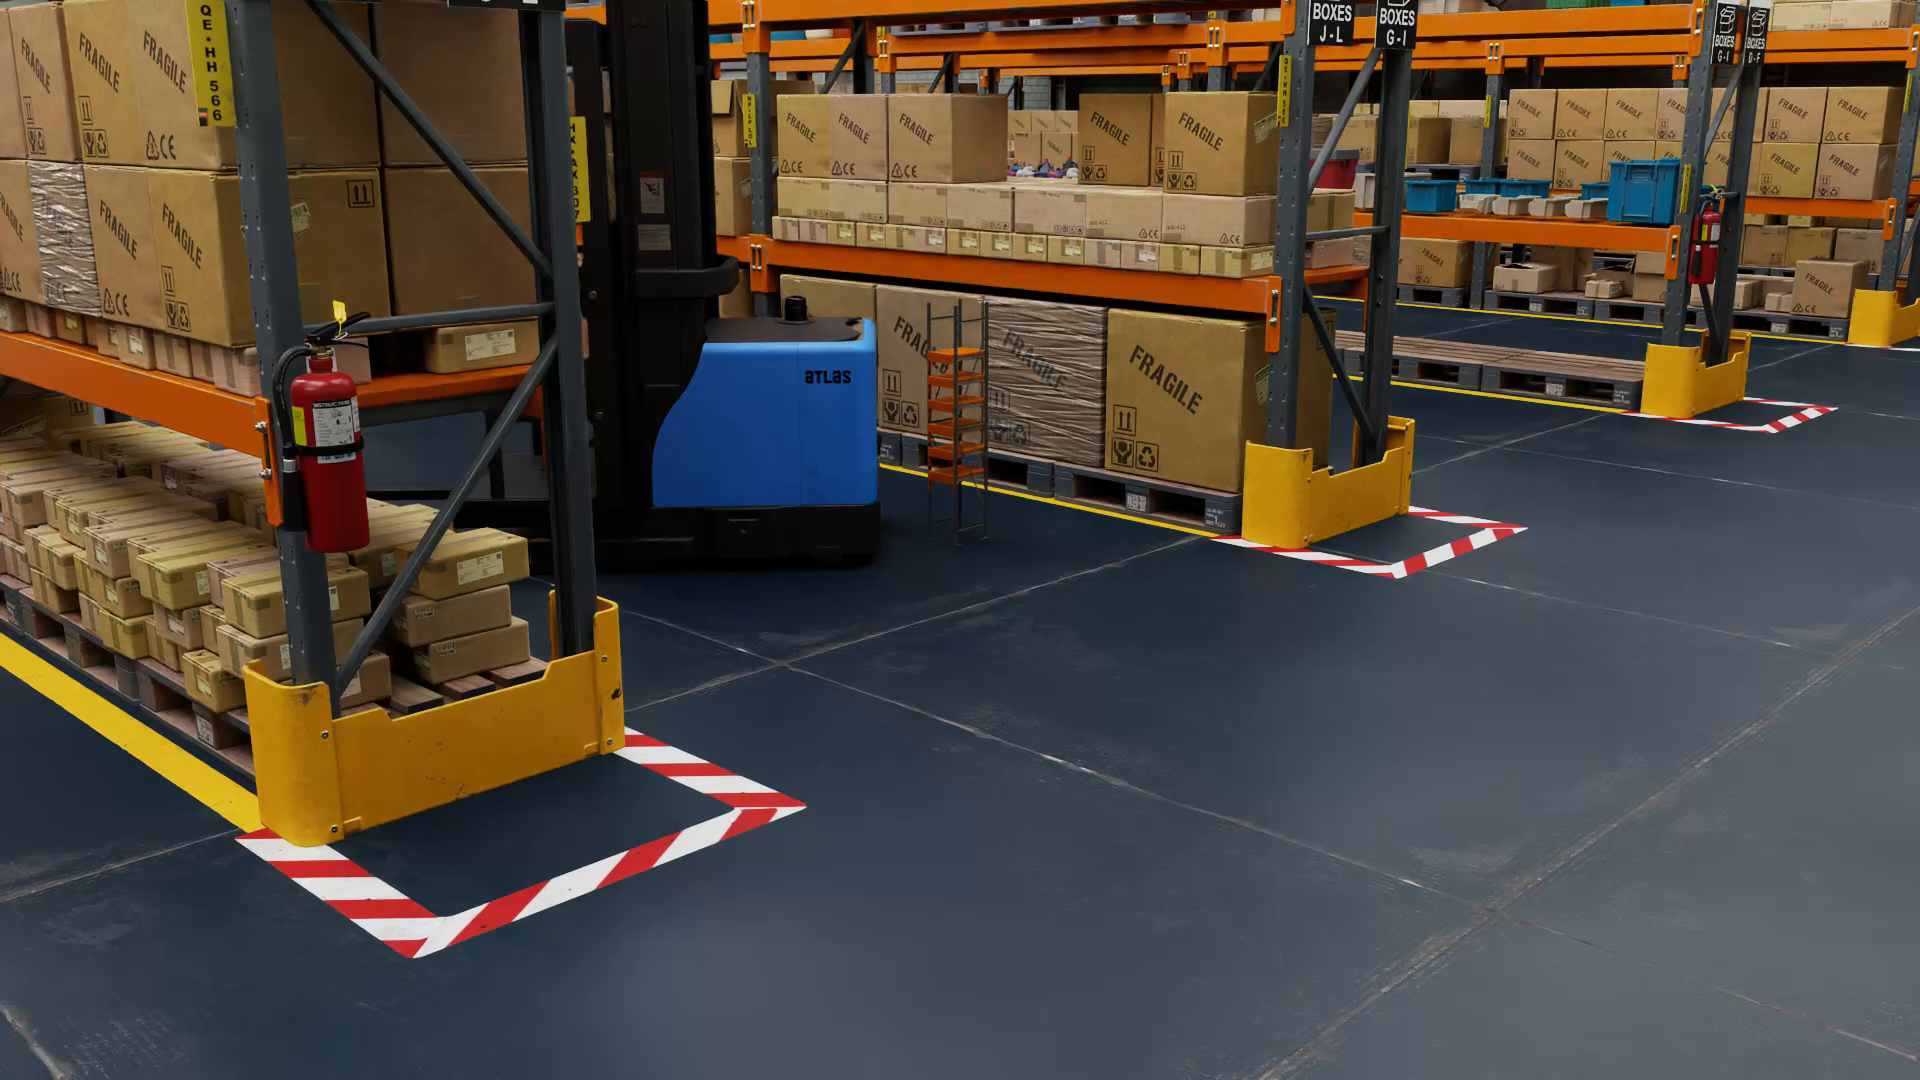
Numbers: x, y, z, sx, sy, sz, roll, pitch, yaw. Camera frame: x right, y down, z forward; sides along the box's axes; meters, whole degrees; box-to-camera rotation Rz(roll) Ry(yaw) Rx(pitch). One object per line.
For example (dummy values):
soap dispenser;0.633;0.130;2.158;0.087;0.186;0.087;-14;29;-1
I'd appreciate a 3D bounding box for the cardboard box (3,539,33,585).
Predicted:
cardboard box;-3.815;0.059;7.077;0.250;0.149;0.380;13;20;41

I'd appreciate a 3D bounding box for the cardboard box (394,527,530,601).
cardboard box;-1.740;0.080;5.818;0.250;0.149;0.380;13;19;40

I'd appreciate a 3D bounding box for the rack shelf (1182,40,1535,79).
rack shelf;4.476;-5.489;19.026;4.000;0.370;1.077;14;20;42

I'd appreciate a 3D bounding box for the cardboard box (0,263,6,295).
cardboard box;-3.598;-1.235;6.435;0.500;0.500;0.500;13;20;41

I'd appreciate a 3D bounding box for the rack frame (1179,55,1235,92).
rack frame;3.036;-4.735;20.657;0.127;3.000;1.000;14;20;42

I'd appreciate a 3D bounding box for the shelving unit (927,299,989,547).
shelving unit;-0.010;-0.583;8.291;0.189;1.200;0.258;14;20;42

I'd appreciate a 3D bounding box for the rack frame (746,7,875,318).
rack frame;-0.963;-2.238;11.072;0.127;3.000;1.000;14;20;42

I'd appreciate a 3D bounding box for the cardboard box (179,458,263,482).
cardboard box;-3.051;-0.237;7.033;0.250;0.149;0.380;13;19;40

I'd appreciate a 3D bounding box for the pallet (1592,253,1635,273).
pallet;8.744;-3.707;22.241;1.213;0.211;1.003;14;20;42

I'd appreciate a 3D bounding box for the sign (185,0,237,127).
sign;-1.998;-1.271;4.439;0.005;0.325;0.100;14;20;42

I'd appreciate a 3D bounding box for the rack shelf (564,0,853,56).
rack shelf;-2.402;-3.691;12.128;4.000;0.370;1.077;14;20;42

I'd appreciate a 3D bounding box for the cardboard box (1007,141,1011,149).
cardboard box;0.844;-6.829;28.951;0.500;0.250;0.500;13;19;41

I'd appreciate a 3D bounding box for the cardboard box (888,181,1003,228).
cardboard box;-0.075;-2.002;9.874;0.500;0.250;0.500;-14;20;-43

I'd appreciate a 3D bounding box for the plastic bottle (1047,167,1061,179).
plastic bottle;0.879;-3.339;15.530;0.133;0.283;0.061;14;20;42

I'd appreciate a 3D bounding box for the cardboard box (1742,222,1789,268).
cardboard box;10.178;-3.691;20.772;0.500;0.500;0.700;13;20;42

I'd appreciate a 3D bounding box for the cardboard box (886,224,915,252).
cardboard box;-0.227;-1.822;9.973;0.250;0.149;0.380;13;20;41

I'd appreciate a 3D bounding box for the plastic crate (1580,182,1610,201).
plastic crate;4.932;-2.603;12.686;0.300;0.233;0.416;14;20;42

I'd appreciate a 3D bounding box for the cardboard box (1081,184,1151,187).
cardboard box;1.021;-1.921;9.561;0.500;0.250;0.500;13;19;40

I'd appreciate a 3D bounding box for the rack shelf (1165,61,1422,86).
rack shelf;5.032;-7.089;25.166;4.000;0.370;1.077;14;20;42

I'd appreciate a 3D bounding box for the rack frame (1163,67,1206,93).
rack frame;3.593;-6.335;26.797;0.127;3.000;1.000;14;20;42

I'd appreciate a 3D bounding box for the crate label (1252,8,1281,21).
crate label;2.627;-4.323;13.647;0.466;0.136;0.293;14;20;42

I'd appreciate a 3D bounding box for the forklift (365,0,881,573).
forklift;-1.915;-1.395;7.975;3.031;2.935;1.130;-1;15;-3

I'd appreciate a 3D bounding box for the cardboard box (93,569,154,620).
cardboard box;-2.934;0.158;6.109;0.250;0.149;0.380;14;20;43

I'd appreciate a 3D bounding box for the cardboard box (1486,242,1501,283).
cardboard box;5.737;-3.167;18.725;0.500;0.500;0.500;13;19;40

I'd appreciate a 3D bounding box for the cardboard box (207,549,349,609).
cardboard box;-2.297;0.132;5.617;0.380;0.149;0.250;-14;20;-43

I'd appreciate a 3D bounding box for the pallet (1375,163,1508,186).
pallet;5.416;-4.102;18.607;1.213;0.211;1.003;14;20;42

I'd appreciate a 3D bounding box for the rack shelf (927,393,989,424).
rack shelf;-0.010;-0.656;8.271;0.180;0.103;0.258;14;20;42

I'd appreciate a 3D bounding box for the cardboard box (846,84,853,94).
cardboard box;-1.251;-6.452;24.472;0.500;0.500;0.700;14;20;42

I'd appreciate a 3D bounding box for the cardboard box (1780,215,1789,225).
cardboard box;10.423;-4.017;20.737;0.250;0.149;0.380;13;19;40

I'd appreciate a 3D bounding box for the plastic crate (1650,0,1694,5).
plastic crate;5.271;-3.943;11.926;0.590;0.269;0.497;14;20;42

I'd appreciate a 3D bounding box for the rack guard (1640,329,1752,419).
rack guard;5.381;-1.225;12.143;0.348;0.500;1.175;14;20;42

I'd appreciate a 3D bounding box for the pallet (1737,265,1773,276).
pallet;9.845;-3.438;21.210;1.213;0.211;1.003;14;20;42

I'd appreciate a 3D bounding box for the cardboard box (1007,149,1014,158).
cardboard box;0.542;-5.285;23.062;0.500;0.250;0.500;-13;19;-41

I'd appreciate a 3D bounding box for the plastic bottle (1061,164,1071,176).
plastic bottle;1.039;-3.529;16.257;0.133;0.283;0.061;14;20;42

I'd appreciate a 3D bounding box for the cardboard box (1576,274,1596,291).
cardboard box;6.835;-2.766;17.879;0.250;0.149;0.380;14;20;42

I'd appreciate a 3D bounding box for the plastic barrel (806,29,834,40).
plastic barrel;-1.482;-5.402;17.540;0.301;0.262;0.301;0;15;0

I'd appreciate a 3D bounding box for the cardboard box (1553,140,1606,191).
cardboard box;6.465;-3.856;17.084;0.500;0.500;0.500;14;20;43

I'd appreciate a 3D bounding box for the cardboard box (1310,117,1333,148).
cardboard box;4.094;-4.702;19.499;0.700;0.500;0.500;-10;18;-34

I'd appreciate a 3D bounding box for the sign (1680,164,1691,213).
sign;4.984;-2.413;11.421;0.005;0.325;0.100;14;20;42

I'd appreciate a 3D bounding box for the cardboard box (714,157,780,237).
cardboard box;-1.489;-2.319;11.183;0.500;0.500;0.500;14;20;42

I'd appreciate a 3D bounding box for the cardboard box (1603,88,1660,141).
cardboard box;6.801;-4.254;16.627;0.500;0.500;0.500;13;19;41

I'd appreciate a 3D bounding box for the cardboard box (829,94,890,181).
cardboard box;-0.446;-2.454;10.123;0.500;0.500;0.500;14;20;42

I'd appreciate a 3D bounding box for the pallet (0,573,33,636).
pallet;-3.970;0.105;7.610;1.213;0.211;1.003;14;20;42

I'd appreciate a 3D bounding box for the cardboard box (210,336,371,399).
cardboard box;-2.030;-0.539;5.051;0.250;0.149;0.380;14;20;42

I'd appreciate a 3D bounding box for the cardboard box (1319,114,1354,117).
cardboard box;5.706;-6.070;24.707;0.500;0.500;0.700;11;18;37

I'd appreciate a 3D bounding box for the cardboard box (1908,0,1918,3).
cardboard box;8.606;-5.093;15.387;0.500;0.250;0.500;14;20;42

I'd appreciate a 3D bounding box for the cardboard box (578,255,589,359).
cardboard box;-2.081;-1.678;12.302;0.875;0.875;1.225;13;19;40

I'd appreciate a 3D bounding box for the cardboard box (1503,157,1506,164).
cardboard box;7.494;-5.203;22.912;0.250;0.149;0.380;14;20;43

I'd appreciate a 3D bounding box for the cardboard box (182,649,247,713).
cardboard box;-2.378;0.440;5.615;0.380;0.149;0.250;-14;20;-42

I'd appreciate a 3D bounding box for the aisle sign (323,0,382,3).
aisle sign;-1.754;-1.846;4.412;0.004;0.787;0.394;14;20;42

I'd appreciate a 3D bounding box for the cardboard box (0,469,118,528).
cardboard box;-3.670;-0.174;6.791;0.380;0.149;0.250;-14;20;-43

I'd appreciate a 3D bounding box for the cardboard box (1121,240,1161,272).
cardboard box;1.063;-1.508;8.770;0.250;0.149;0.380;14;20;42

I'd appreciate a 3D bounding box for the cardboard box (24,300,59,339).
cardboard box;-3.294;-0.865;6.299;0.380;0.149;0.250;-14;20;-42

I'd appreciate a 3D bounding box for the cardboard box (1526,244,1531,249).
cardboard box;8.152;-4.343;22.583;0.750;0.750;0.750;-14;20;-43
